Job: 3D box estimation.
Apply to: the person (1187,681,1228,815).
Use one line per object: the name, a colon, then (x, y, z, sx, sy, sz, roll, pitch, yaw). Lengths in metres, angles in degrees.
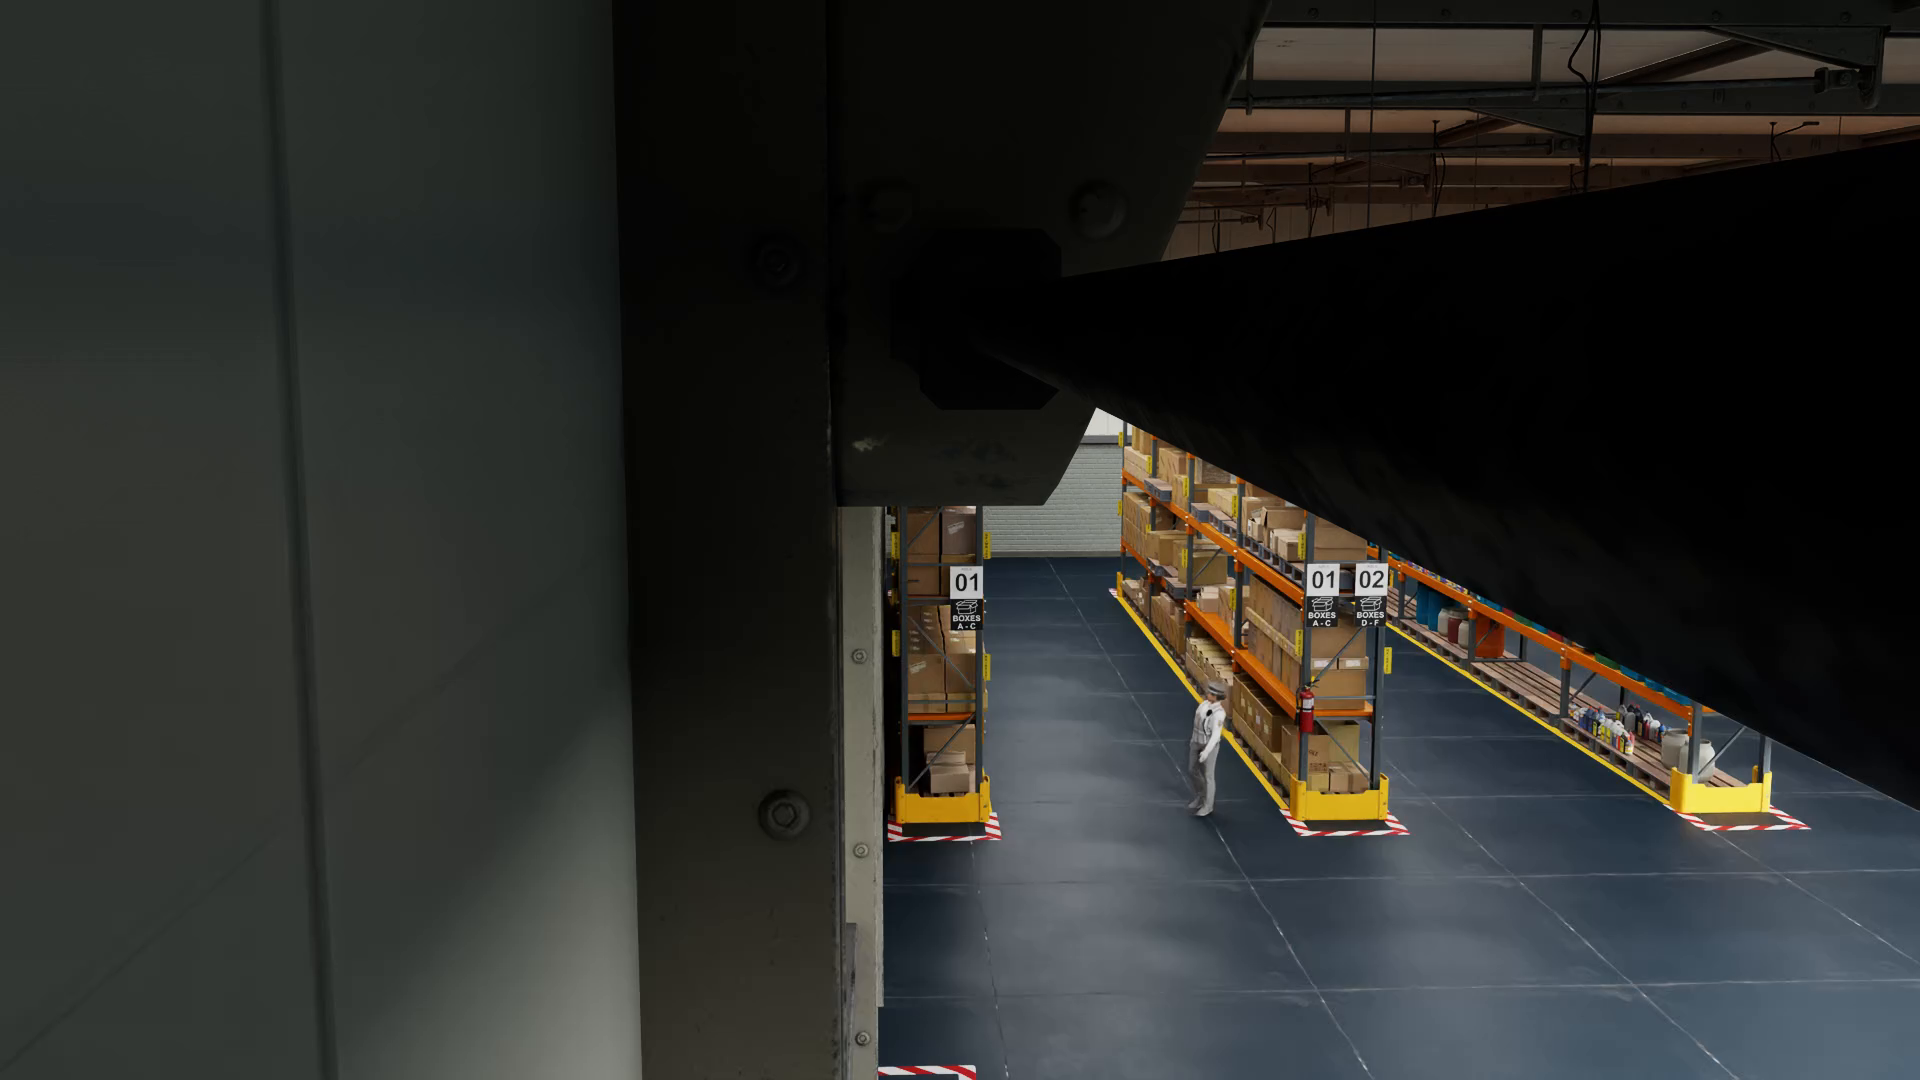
person: (3.051, 2.602, 20.850, 0.455, 1.714, 0.568, -5, 9, -31)
